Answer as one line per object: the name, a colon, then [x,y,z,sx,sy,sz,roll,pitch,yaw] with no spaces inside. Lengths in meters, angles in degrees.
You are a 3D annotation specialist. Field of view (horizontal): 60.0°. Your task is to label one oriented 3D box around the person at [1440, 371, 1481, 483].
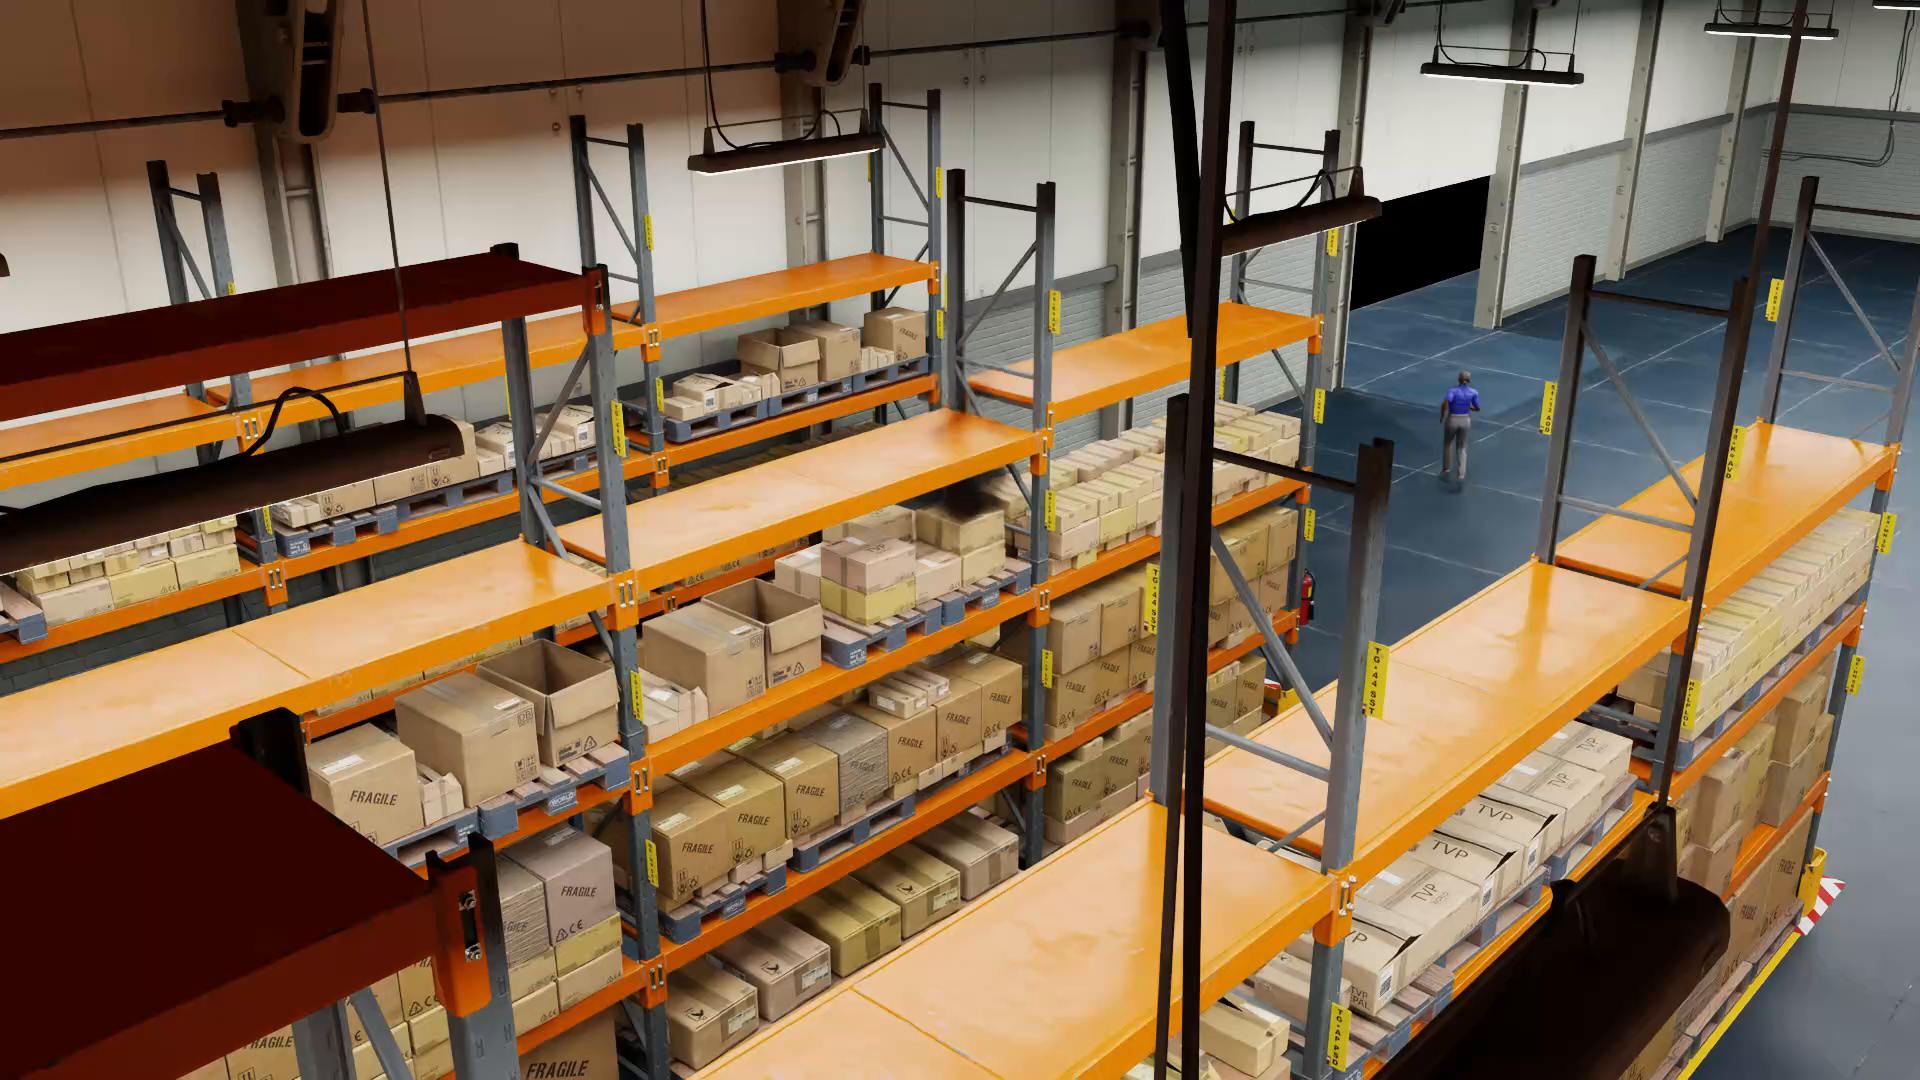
person: [7.160,-1.612,23.911,0.587,1.677,0.895,3,21,8]
